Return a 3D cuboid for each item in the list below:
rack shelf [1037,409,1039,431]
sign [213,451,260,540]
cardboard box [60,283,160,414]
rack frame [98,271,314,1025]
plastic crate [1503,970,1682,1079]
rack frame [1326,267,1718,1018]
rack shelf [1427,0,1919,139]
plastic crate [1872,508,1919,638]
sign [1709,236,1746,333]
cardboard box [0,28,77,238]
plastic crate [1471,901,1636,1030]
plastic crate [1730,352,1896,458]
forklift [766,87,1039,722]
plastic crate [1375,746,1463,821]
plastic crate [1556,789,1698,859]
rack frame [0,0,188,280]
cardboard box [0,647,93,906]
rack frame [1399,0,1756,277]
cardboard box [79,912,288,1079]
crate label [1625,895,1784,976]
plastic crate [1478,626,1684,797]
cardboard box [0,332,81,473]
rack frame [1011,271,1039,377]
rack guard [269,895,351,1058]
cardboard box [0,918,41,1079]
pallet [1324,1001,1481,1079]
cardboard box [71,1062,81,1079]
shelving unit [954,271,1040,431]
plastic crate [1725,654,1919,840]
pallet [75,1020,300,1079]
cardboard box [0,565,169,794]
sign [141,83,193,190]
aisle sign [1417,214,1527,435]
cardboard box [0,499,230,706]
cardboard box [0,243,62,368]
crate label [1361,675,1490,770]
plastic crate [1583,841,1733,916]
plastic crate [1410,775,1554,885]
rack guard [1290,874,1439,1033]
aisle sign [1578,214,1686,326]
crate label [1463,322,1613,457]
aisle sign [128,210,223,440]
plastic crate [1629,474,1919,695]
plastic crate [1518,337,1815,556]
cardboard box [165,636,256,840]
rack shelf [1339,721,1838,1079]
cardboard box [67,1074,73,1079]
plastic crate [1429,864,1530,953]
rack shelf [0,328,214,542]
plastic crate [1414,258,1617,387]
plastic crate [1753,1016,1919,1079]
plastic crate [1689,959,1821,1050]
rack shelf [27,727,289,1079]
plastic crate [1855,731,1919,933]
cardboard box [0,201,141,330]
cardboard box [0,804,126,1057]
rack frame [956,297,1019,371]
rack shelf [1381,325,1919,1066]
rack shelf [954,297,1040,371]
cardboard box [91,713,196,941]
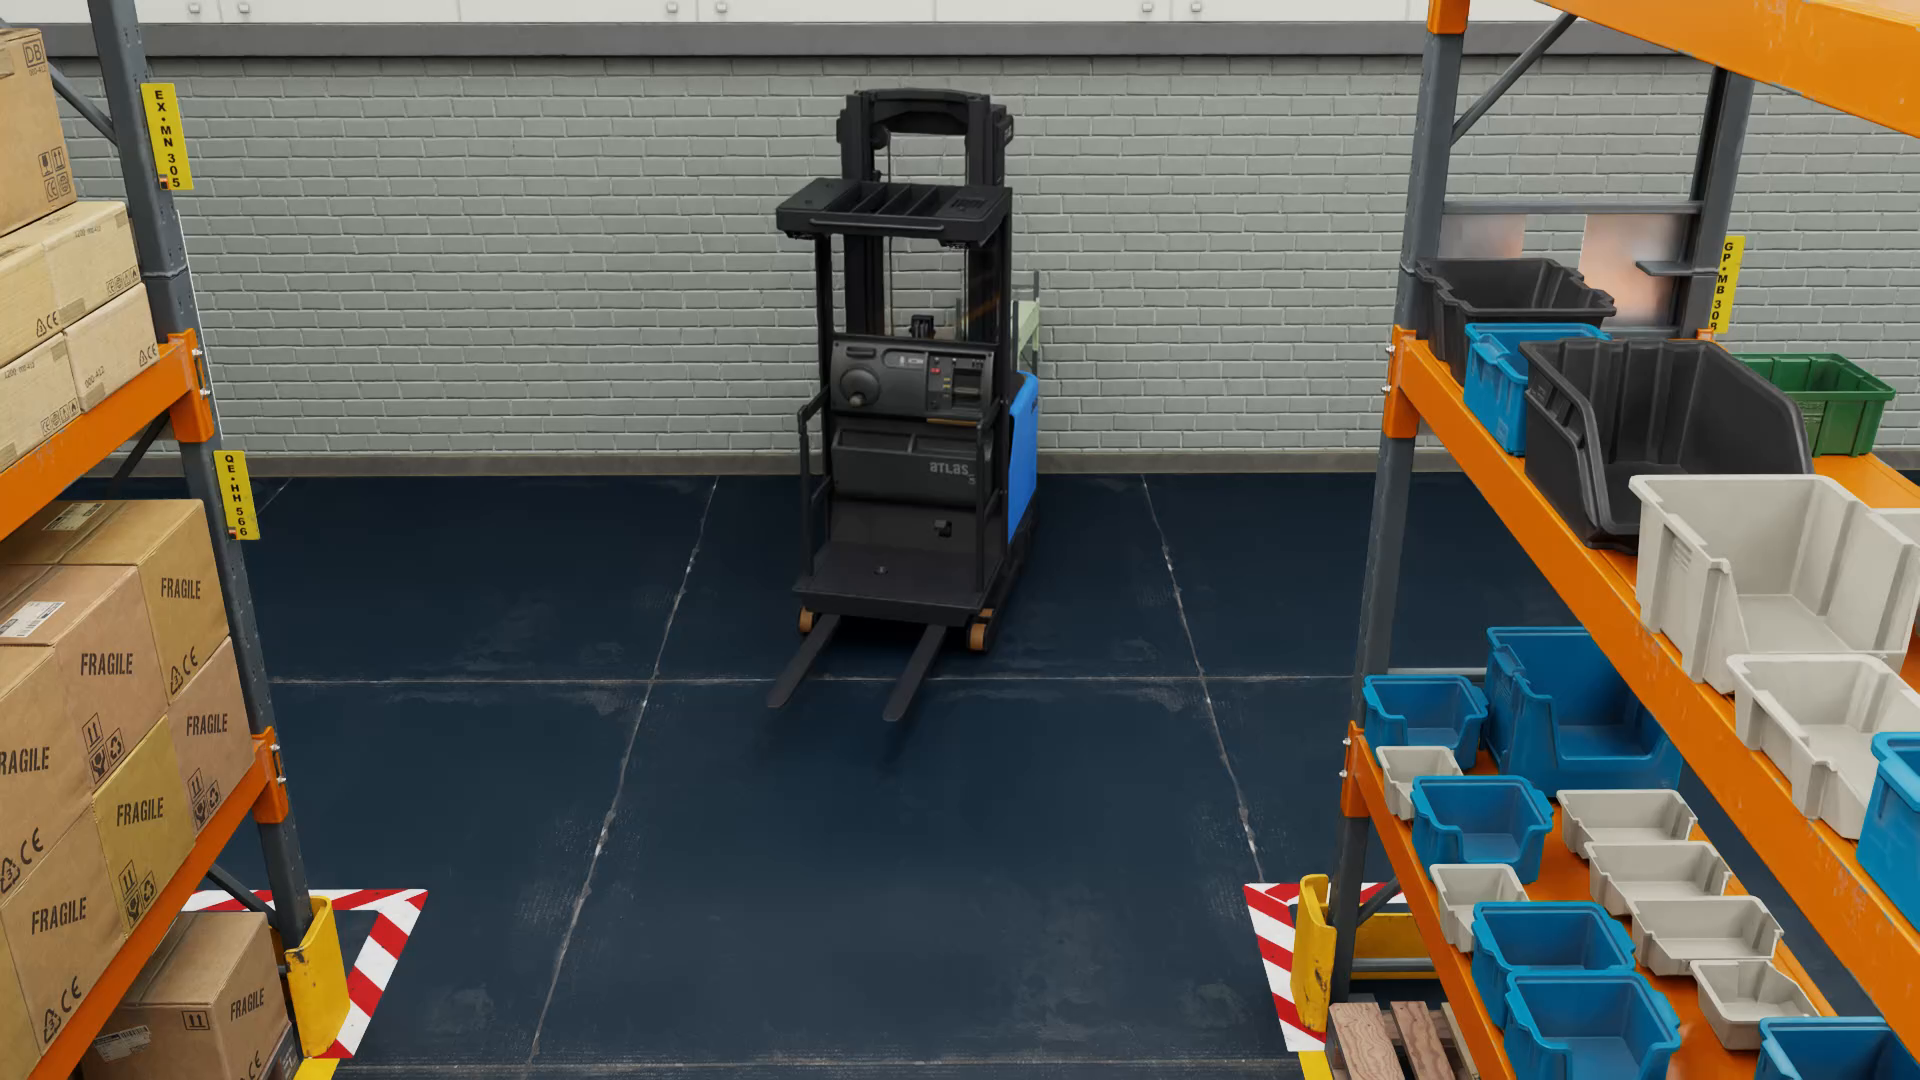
[{"bbox_3d":[0.253,-0.675,11.213,0.431,0.370,0.720,5,25,11],"label":"rack shelf"},{"bbox_3d":[-2.459,-0.151,5.654,0.100,0.325,0.005,0,24,-1],"label":"sign"},{"bbox_3d":[-2.745,-0.573,4.918,0.500,0.250,0.500,0,24,-1],"label":"cardboard box"},{"bbox_3d":[-3.014,0.515,5.971,1.000,3.000,0.127,0,24,-1],"label":"rack frame"},{"bbox_3d":[1.630,1.313,4.338,0.416,0.233,0.300,0,24,-1],"label":"plastic crate"},{"bbox_3d":[1.939,0.494,6.017,1.000,3.000,0.127,0,24,-1],"label":"rack frame"},{"bbox_3d":[1.961,-0.905,3.189,1.077,0.370,4.000,0,24,-1],"label":"rack shelf"},{"bbox_3d":[2.210,0.098,3.573,0.437,0.136,0.530,0,24,-1],"label":"plastic crate"},{"bbox_3d":[2.489,-0.834,5.440,0.100,0.325,0.005,0,24,-1],"label":"sign"},{"bbox_3d":[-2.992,-1.141,4.658,0.700,0.500,0.500,0,24,-1],"label":"cardboard box"},{"bbox_3d":[1.627,1.189,4.611,0.416,0.233,0.300,0,24,-1],"label":"plastic crate"},{"bbox_3d":[2.236,-0.371,4.546,0.450,0.188,0.336,0,24,-1],"label":"plastic crate"},{"bbox_3d":[-0.314,-0.873,9.124,1.130,2.935,3.031,5,25,11],"label":"forklift"},{"bbox_3d":[1.533,0.823,5.537,0.250,0.136,0.298,0,24,-1],"label":"plastic crate"},{"bbox_3d":[2.129,0.922,5.318,0.396,0.136,0.243,0,24,-1],"label":"plastic crate"},{"bbox_3d":[-3.014,-2.218,4.735,1.000,3.000,0.127,0,24,-1],"label":"rack frame"},{"bbox_3d":[-2.717,0.618,4.409,0.500,0.500,0.500,0,24,1],"label":"cardboard box"},{"bbox_3d":[1.939,-2.239,4.780,1.000,3.000,0.127,0,24,-1],"label":"rack frame"},{"bbox_3d":[-2.762,1.677,5.902,0.500,0.500,0.500,0,24,-1],"label":"cardboard box"},{"bbox_3d":[2.145,1.157,4.800,0.396,0.136,0.243,0,24,-1],"label":"crate label"},{"bbox_3d":[2.130,0.588,5.694,0.616,0.435,0.499,0,24,-1],"label":"plastic crate"},{"bbox_3d":[-2.750,-0.367,4.463,0.500,0.250,0.500,0,24,-1],"label":"cardboard box"},{"bbox_3d":[0.332,-1.120,11.405,0.400,1.500,0.023,5,25,11],"label":"rack frame"},{"bbox_3d":[-3.013,1.685,6.417,1.175,0.500,0.348,0,24,-1],"label":"rack guard"},{"bbox_3d":[-2.722,1.280,4.159,0.500,0.500,0.500,-1,24,-1],"label":"cardboard box"},{"bbox_3d":[1.909,2.105,5.840,1.003,0.211,1.213,0,24,-1],"label":"pallet"},{"bbox_3d":[-3.350,1.883,5.851,0.380,0.166,0.250,0,24,-1],"label":"cardboard box"},{"bbox_3d":[0.252,-0.973,11.079,0.431,1.500,0.755,5,25,11],"label":"shelving unit"},{"bbox_3d":[1.588,0.374,2.964,0.293,0.136,0.466,0,24,-1],"label":"plastic crate"},{"bbox_3d":[-3.003,2.146,5.750,1.003,0.211,1.213,0,24,-1],"label":"pallet"},{"bbox_3d":[-2.728,0.404,4.881,0.500,0.500,0.500,0,24,1],"label":"cardboard box"},{"bbox_3d":[-2.459,-1.249,5.158,0.100,0.325,0.005,0,24,-1],"label":"sign"},{"bbox_3d":[1.641,-0.718,5.544,0.394,0.787,0.004,0,24,-1],"label":"aisle sign"},{"bbox_3d":[-2.734,0.196,5.341,0.500,0.500,0.500,0,24,-1],"label":"cardboard box"},{"bbox_3d":[-2.748,-0.594,4.360,0.500,0.250,0.500,0,24,-1],"label":"cardboard box"},{"bbox_3d":[1.613,0.647,5.811,0.416,0.233,0.303,0,24,-1],"label":"crate label"},{"bbox_3d":[2.118,1.042,5.053,0.396,0.136,0.243,0,24,-1],"label":"plastic crate"},{"bbox_3d":[1.620,0.918,5.211,0.416,0.233,0.300,0,24,-1],"label":"plastic crate"},{"bbox_3d":[1.926,1.624,6.554,1.175,0.500,0.348,0,24,-1],"label":"rack guard"},{"bbox_3d":[2.231,-0.721,5.549,0.394,0.787,0.004,0,24,-1],"label":"aisle sign"},{"bbox_3d":[1.626,-0.423,4.585,0.408,0.251,0.502,0,24,-1],"label":"crate label"},{"bbox_3d":[-2.708,-0.699,5.500,0.394,0.787,0.004,0,24,-1],"label":"aisle sign"},{"bbox_3d":[1.655,0.096,3.401,0.437,0.282,0.530,0,24,-1],"label":"plastic crate"},{"bbox_3d":[1.681,-0.213,4.017,0.504,0.338,0.767,0,24,-1],"label":"plastic crate"},{"bbox_3d":[-2.737,0.653,5.545,0.500,0.500,0.500,0,24,1],"label":"cardboard box"},{"bbox_3d":[1.961,1.646,4.343,1.077,0.370,4.000,0,24,-1],"label":"rack shelf"},{"bbox_3d":[-3.286,1.999,5.493,0.500,0.250,0.500,0,24,-1],"label":"cardboard box"},{"bbox_3d":[1.541,1.103,4.919,0.250,0.136,0.298,0,24,-1],"label":"plastic crate"},{"bbox_3d":[-2.992,0.300,3.679,1.077,0.370,4.000,0,24,-1],"label":"rack shelf"},{"bbox_3d":[1.665,-0.653,5.072,0.497,0.269,0.590,0,24,-1],"label":"plastic crate"},{"bbox_3d":[2.218,1.388,4.170,0.416,0.233,0.300,0,24,-1],"label":"plastic crate"},{"bbox_3d":[2.167,1.279,4.530,0.298,0.136,0.250,0,24,-1],"label":"plastic crate"},{"bbox_3d":[-2.992,1.667,4.297,1.077,0.370,4.000,0,24,-1],"label":"rack shelf"},{"bbox_3d":[1.654,0.479,2.615,0.416,0.233,0.300,0,24,-1],"label":"plastic crate"},{"bbox_3d":[-2.753,-0.800,4.815,0.500,0.250,0.500,0,24,-1],"label":"cardboard box"},{"bbox_3d":[-2.728,1.072,4.618,0.500,0.500,0.500,0,24,0],"label":"cardboard box"},{"bbox_3d":[0.172,-0.826,10.754,0.400,1.500,0.023,5,25,11],"label":"rack frame"},{"bbox_3d":[1.961,0.280,3.725,1.077,0.370,4.000,0,24,-1],"label":"rack shelf"},{"bbox_3d":[0.252,-1.329,10.919,0.431,0.370,0.720,5,25,11],"label":"rack shelf"},{"bbox_3d":[-2.728,0.867,5.072,0.500,0.500,0.500,0,24,0],"label":"cardboard box"}]
